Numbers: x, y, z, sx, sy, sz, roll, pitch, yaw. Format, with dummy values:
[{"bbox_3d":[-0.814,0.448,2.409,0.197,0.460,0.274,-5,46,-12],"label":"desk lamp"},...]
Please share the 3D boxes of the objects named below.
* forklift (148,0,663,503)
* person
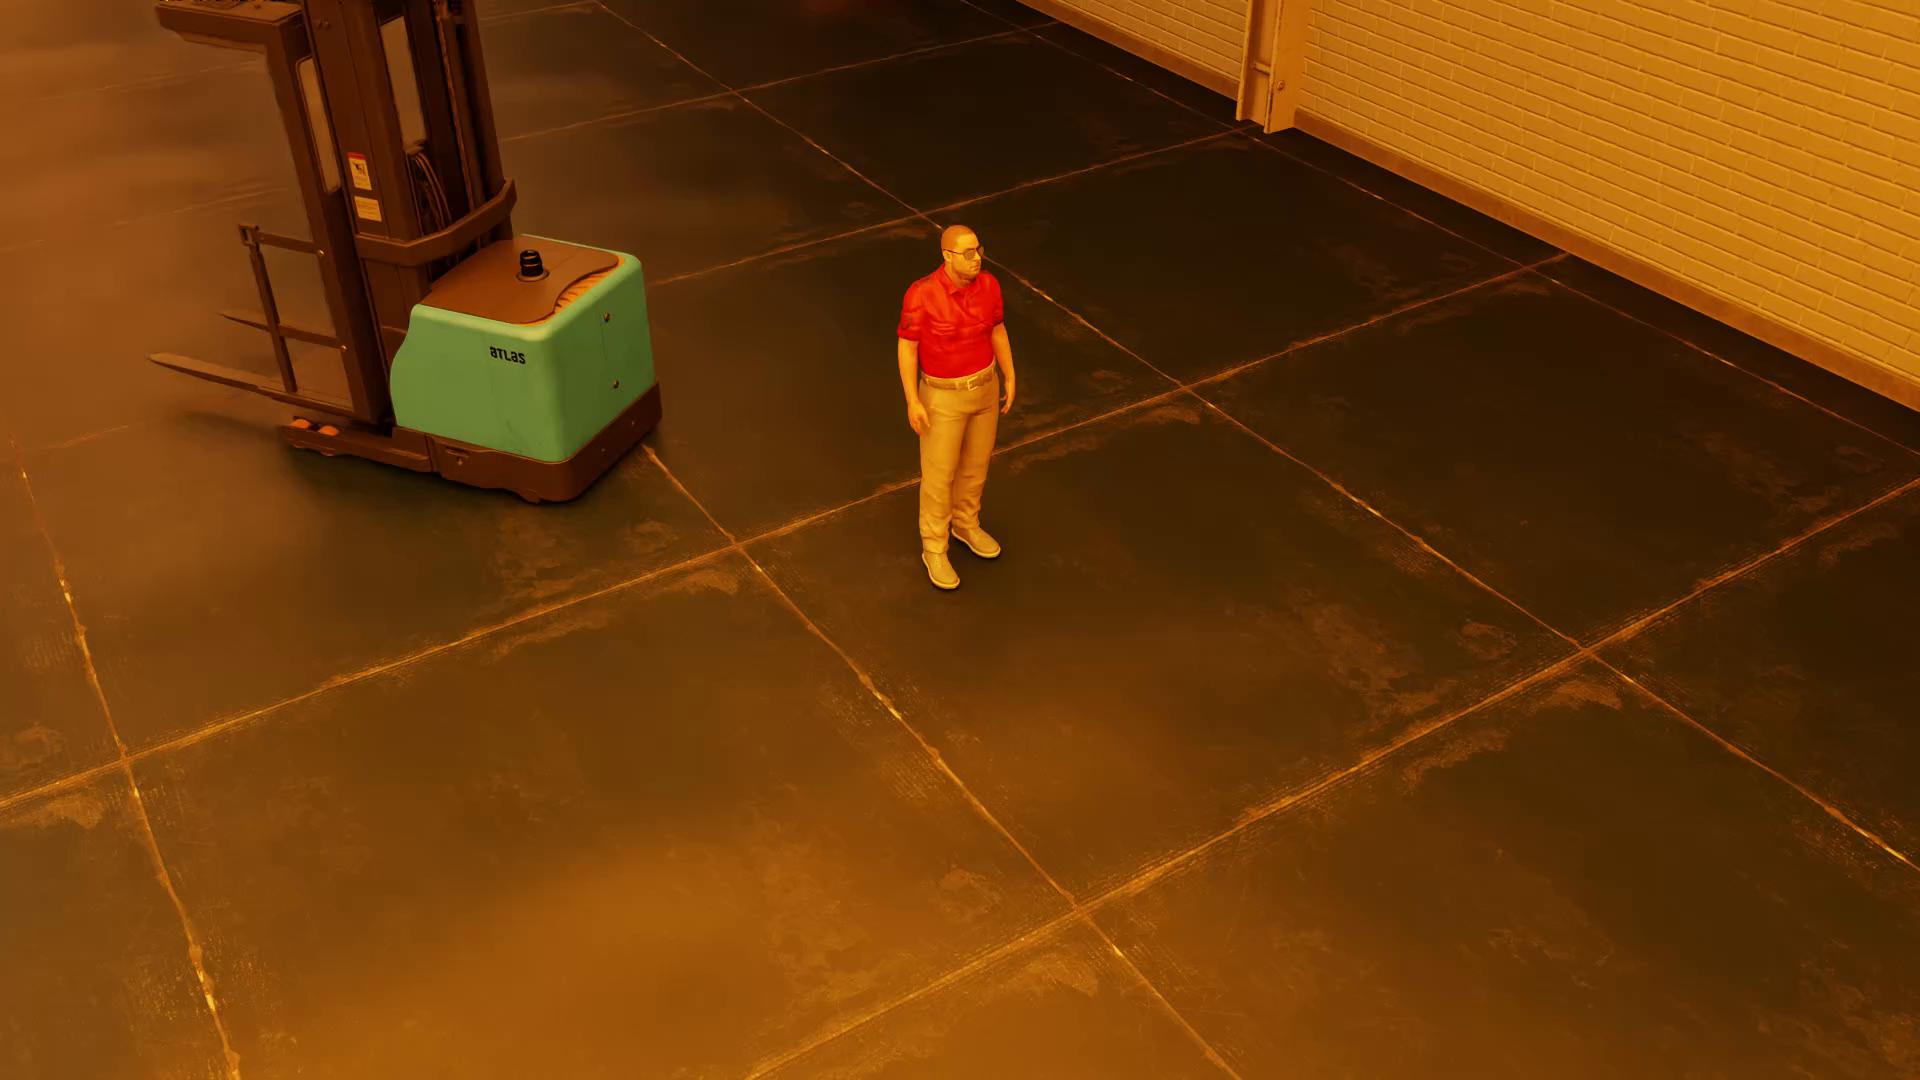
[{"bbox_3d":[-3.282,-1.938,8.906,3.031,2.935,1.130,13,37,18],"label":"forklift"},{"bbox_3d":[0.040,-0.667,8.129,0.642,1.727,0.550,-21,40,-27],"label":"person"}]
